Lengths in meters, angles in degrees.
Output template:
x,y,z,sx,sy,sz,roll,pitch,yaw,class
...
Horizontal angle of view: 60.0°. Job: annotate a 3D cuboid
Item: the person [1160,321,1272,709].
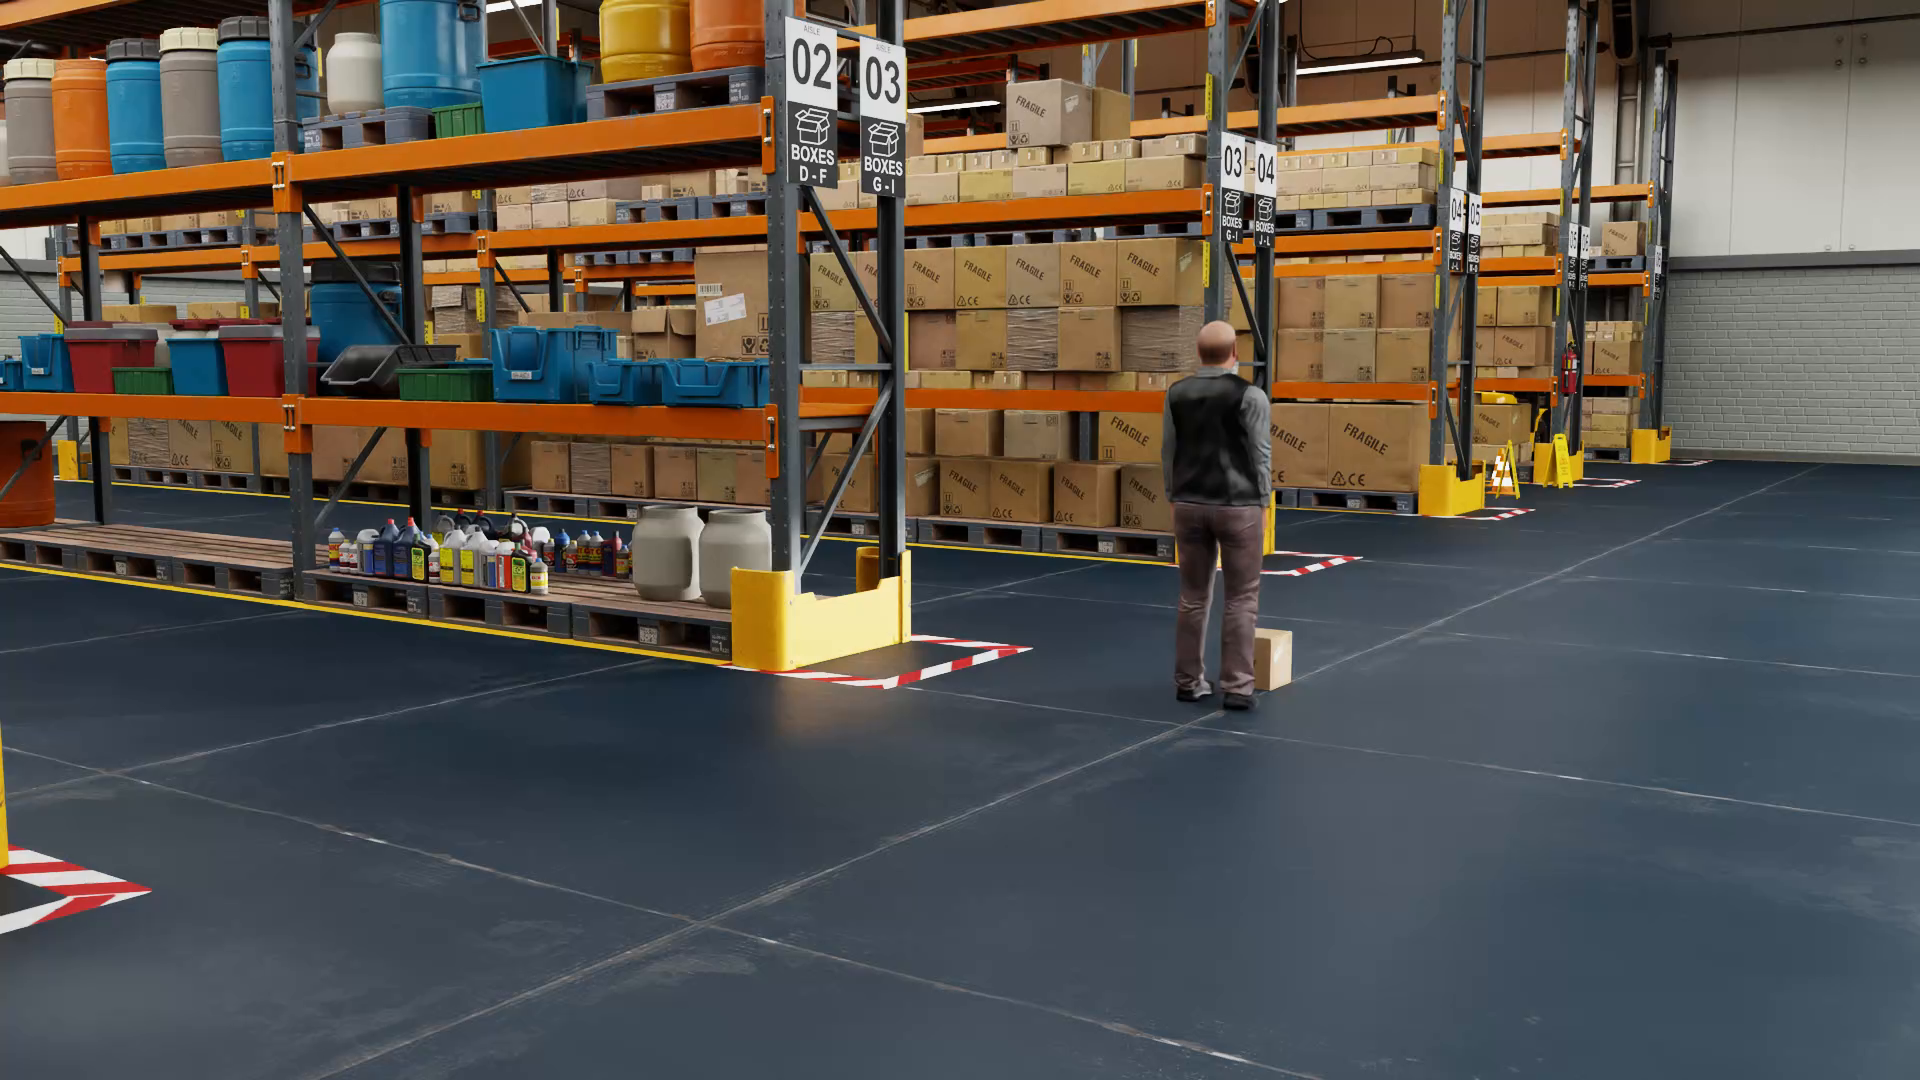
x,y,z,sx,sy,sz,roll,pitch,yaw,class
1.157,-0.098,7.508,0.533,1.770,0.357,4,8,34,person
